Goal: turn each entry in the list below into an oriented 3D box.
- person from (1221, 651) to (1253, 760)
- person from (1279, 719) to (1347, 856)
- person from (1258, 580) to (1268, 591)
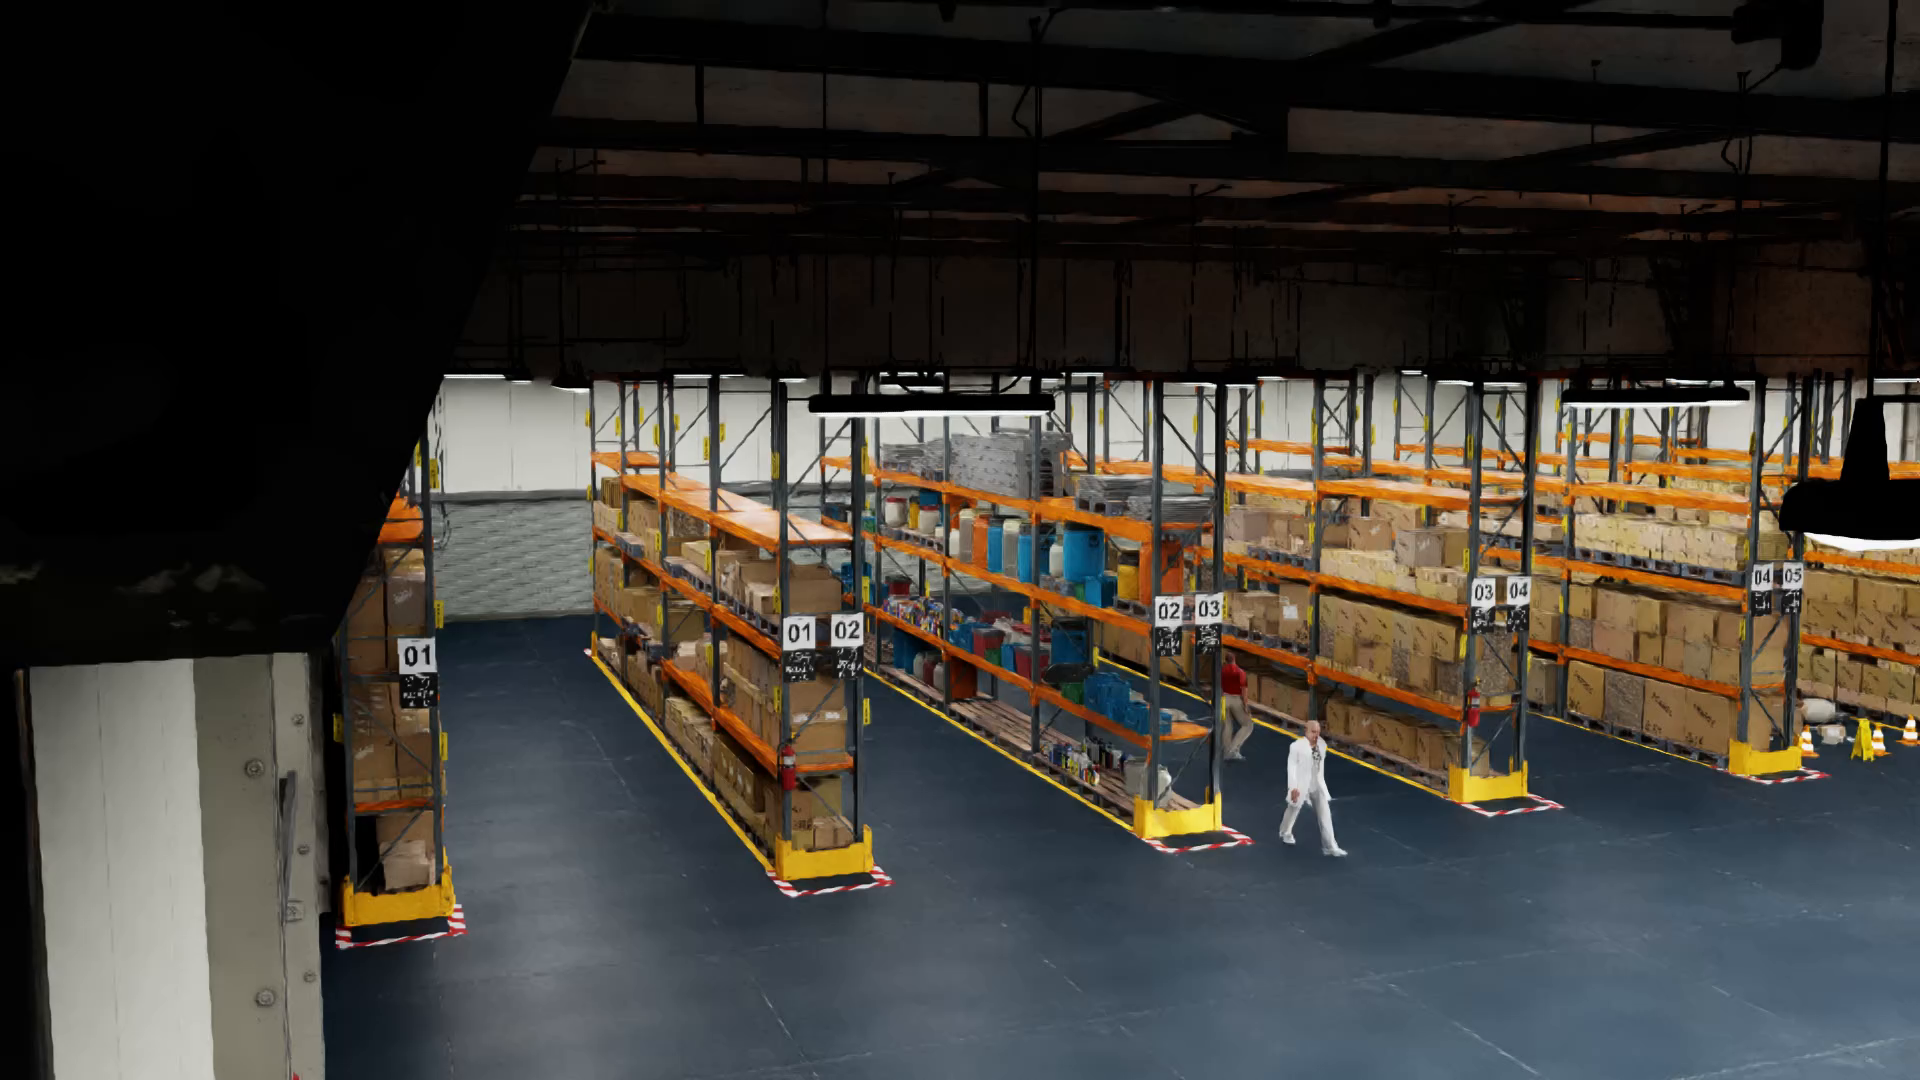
[{"bbox_3d":[4.259,2.583,25.925,0.589,1.723,0.462,5,8,40],"label":"person"},{"bbox_3d":[4.445,3.113,21.144,0.598,1.698,1.172,-2,7,-18],"label":"person"},{"bbox_3d":[7.483,0.825,41.453,0.490,1.775,0.587,-3,7,-27],"label":"person"}]
